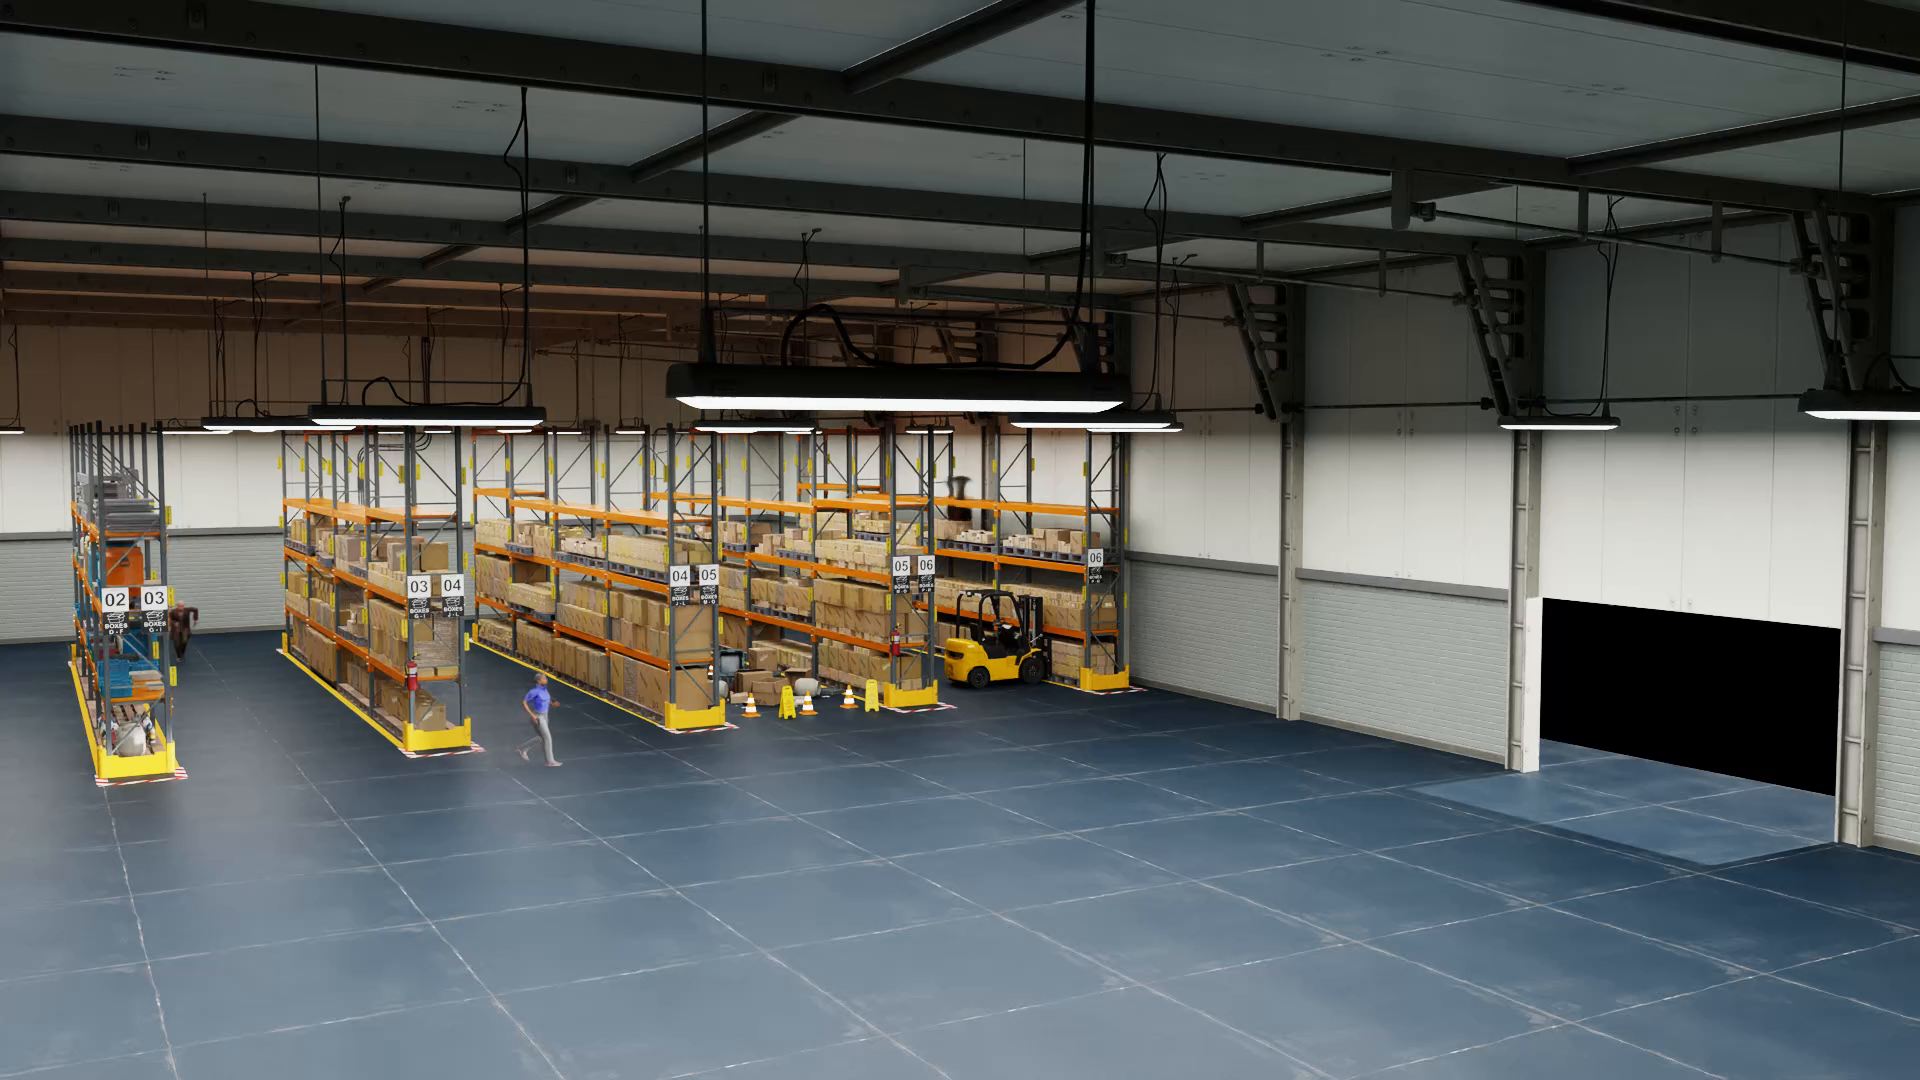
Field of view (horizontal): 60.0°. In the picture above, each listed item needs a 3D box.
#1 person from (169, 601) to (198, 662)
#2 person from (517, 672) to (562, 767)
[{"bbox_3d":[-19.689,2.310,42.126,0.743,1.605,0.976,-2,4,-28],"label":"person"},{"bbox_3d":[-7.324,3.107,28.837,0.858,1.634,0.588,1,4,11],"label":"person"}]
